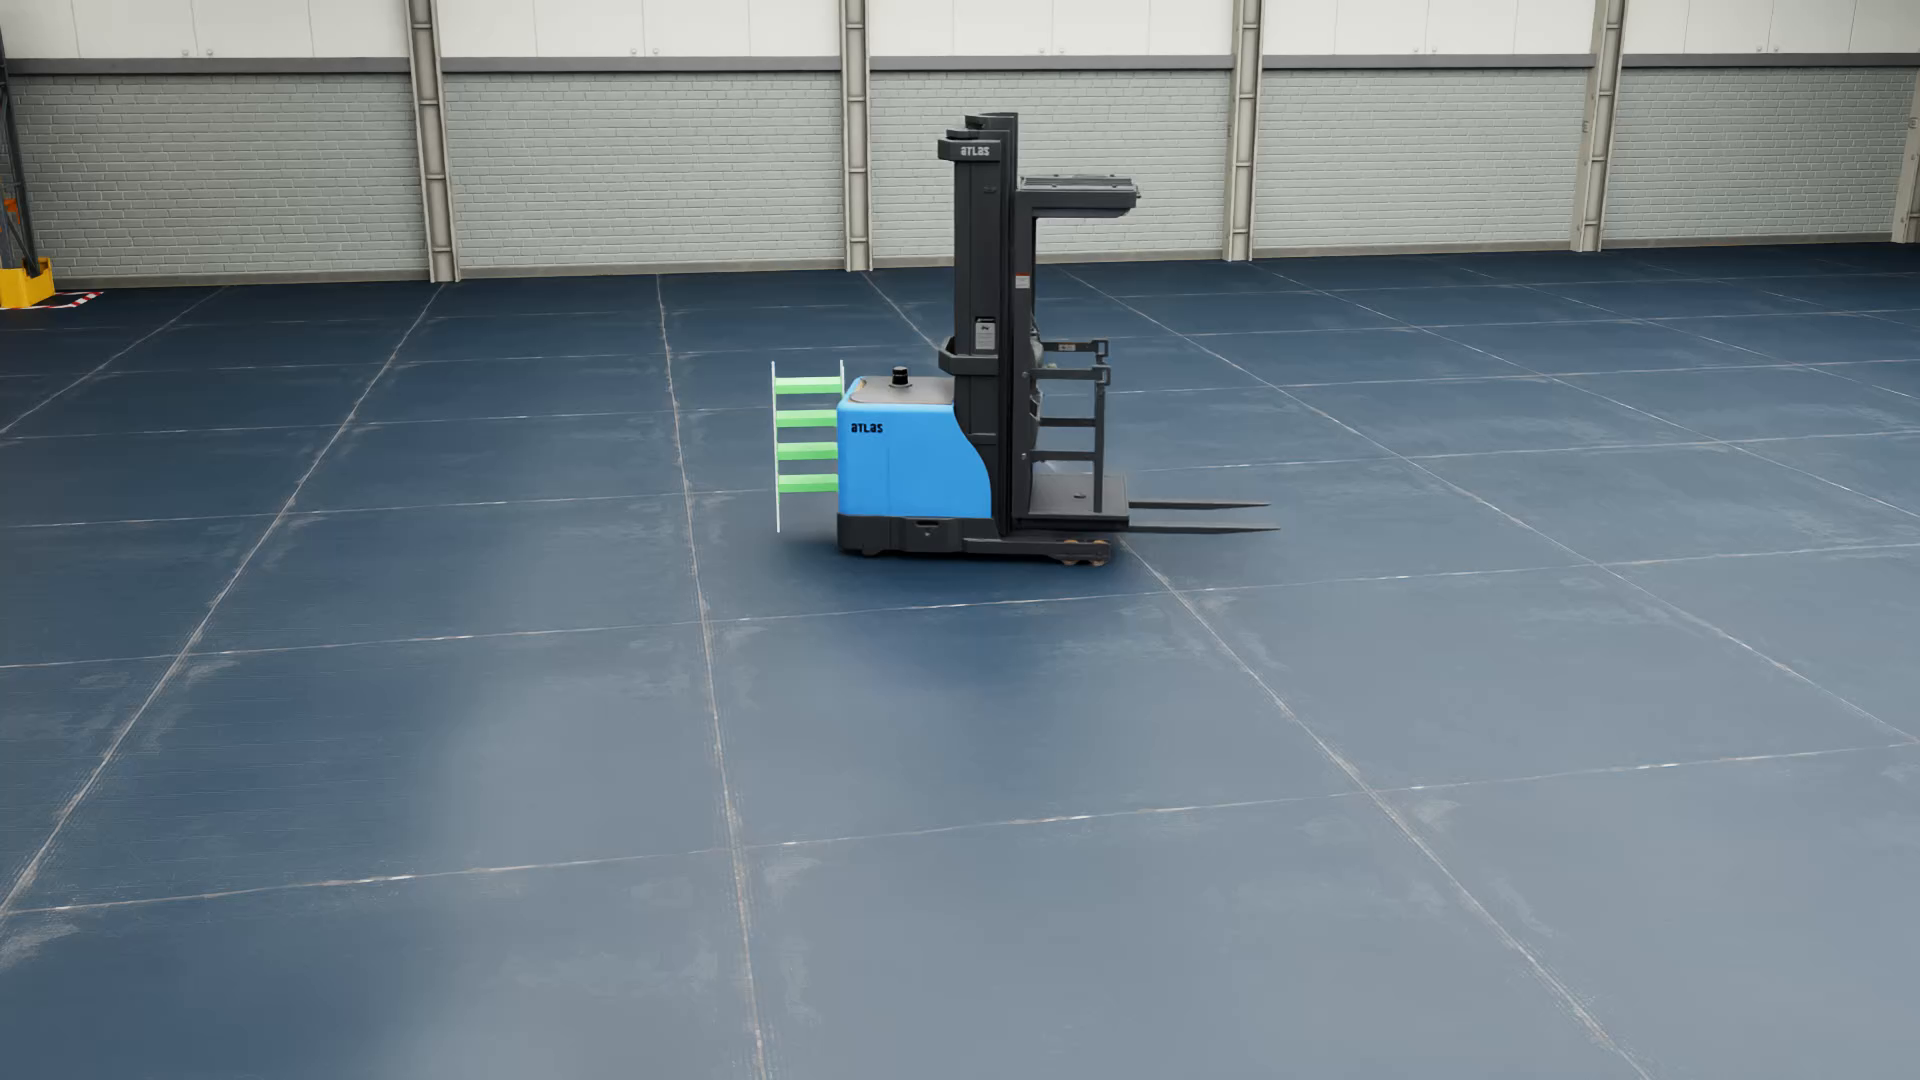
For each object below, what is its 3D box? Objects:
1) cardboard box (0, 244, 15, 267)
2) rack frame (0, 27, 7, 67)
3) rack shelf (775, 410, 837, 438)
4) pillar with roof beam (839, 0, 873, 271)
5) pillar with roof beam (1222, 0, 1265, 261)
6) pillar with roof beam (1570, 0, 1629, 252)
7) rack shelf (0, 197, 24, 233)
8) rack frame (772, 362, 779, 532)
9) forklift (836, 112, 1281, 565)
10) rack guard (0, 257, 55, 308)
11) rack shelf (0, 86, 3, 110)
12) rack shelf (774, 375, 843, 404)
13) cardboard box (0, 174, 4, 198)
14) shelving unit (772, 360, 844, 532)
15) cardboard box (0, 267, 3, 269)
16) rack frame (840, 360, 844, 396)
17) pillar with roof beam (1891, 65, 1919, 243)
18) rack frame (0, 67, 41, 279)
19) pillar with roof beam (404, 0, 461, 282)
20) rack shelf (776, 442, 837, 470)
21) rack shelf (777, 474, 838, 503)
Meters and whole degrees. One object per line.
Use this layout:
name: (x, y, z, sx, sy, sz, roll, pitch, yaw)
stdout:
cardboard box: (-12.962, -3.785, 22.142, 0.500, 0.250, 0.500, -3, 17, -9)
rack frame: (-12.461, -7.494, 20.883, 0.127, 3.000, 1.000, -3, 17, -10)
rack shelf: (-1.079, -0.840, 11.902, 0.480, 0.148, 0.258, -2, 17, -6)
pillar with roof beam: (-0.716, -7.142, 19.738, 0.400, 9.000, 9.100, -3, 17, -10)
pillar with roof beam: (5.175, -7.476, 20.826, 0.400, 9.000, 9.100, -3, 17, -10)
pillar with roof beam: (11.066, -7.810, 21.914, 0.400, 9.000, 9.100, -3, 17, -10)
rack shelf: (-14.424, -4.170, 21.506, 4.000, 0.370, 1.077, -3, 17, -10)
rack frame: (-1.322, -0.664, 11.929, 0.015, 1.200, 0.240, -2, 17, -6)
forklift: (0.697, -1.393, 11.355, 3.031, 2.935, 1.130, 1, 17, 4)
rack guard: (-12.437, -3.432, 22.135, 0.348, 0.500, 1.175, -3, 17, -10)
rack shelf: (-14.424, -5.604, 21.066, 4.000, 0.370, 1.077, -3, 17, -10)
rack shelf: (-1.079, -1.069, 11.832, 0.480, 0.148, 0.258, -2, 17, -6)
cardboard box: (-13.000, -4.726, 21.919, 0.500, 0.500, 0.500, -3, 17, -9)
shelving unit: (-1.079, -0.671, 11.954, 0.503, 1.200, 0.258, -2, 17, -6)
cardboard box: (-12.980, -3.541, 22.200, 0.500, 0.250, 0.500, -3, 17, -10)
rack frame: (-0.837, -0.679, 11.978, 0.015, 1.200, 0.240, -2, 17, -6)
pillar with roof beam: (16.957, -8.144, 23.002, 0.400, 9.000, 9.100, -3, 17, -10)
rack frame: (-12.461, -4.626, 21.763, 0.127, 3.000, 1.000, -3, 17, -10)
pillar with roof beam: (-6.607, -6.808, 18.650, 0.400, 9.000, 9.100, -3, 17, -10)
rack shelf: (-1.079, -0.610, 11.973, 0.480, 0.148, 0.258, -2, 17, -6)
rack shelf: (-1.079, -0.381, 12.043, 0.480, 0.148, 0.258, -2, 17, -6)
